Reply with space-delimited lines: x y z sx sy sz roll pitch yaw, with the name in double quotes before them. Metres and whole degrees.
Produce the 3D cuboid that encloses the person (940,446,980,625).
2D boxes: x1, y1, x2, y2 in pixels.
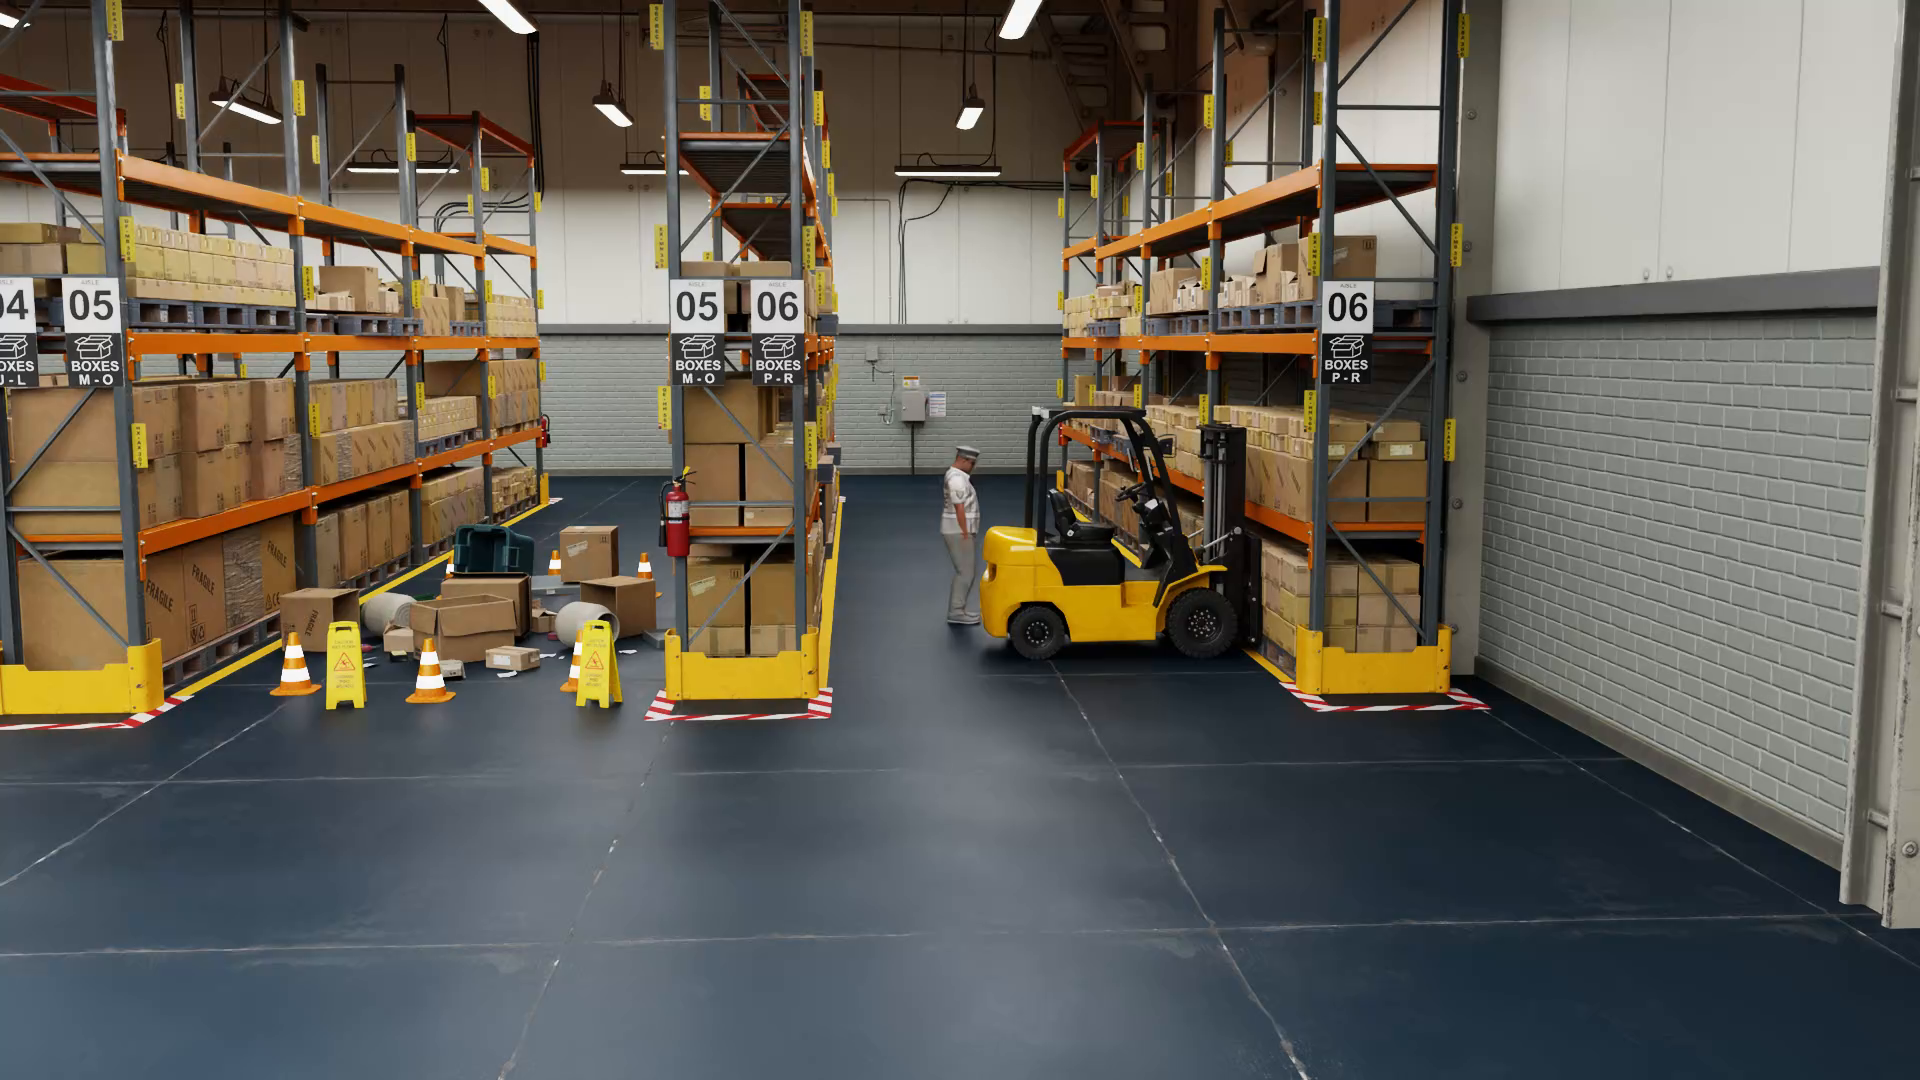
"person" 0.000 -0.055 16.298 0.392 1.731 0.538 0 7 -3
